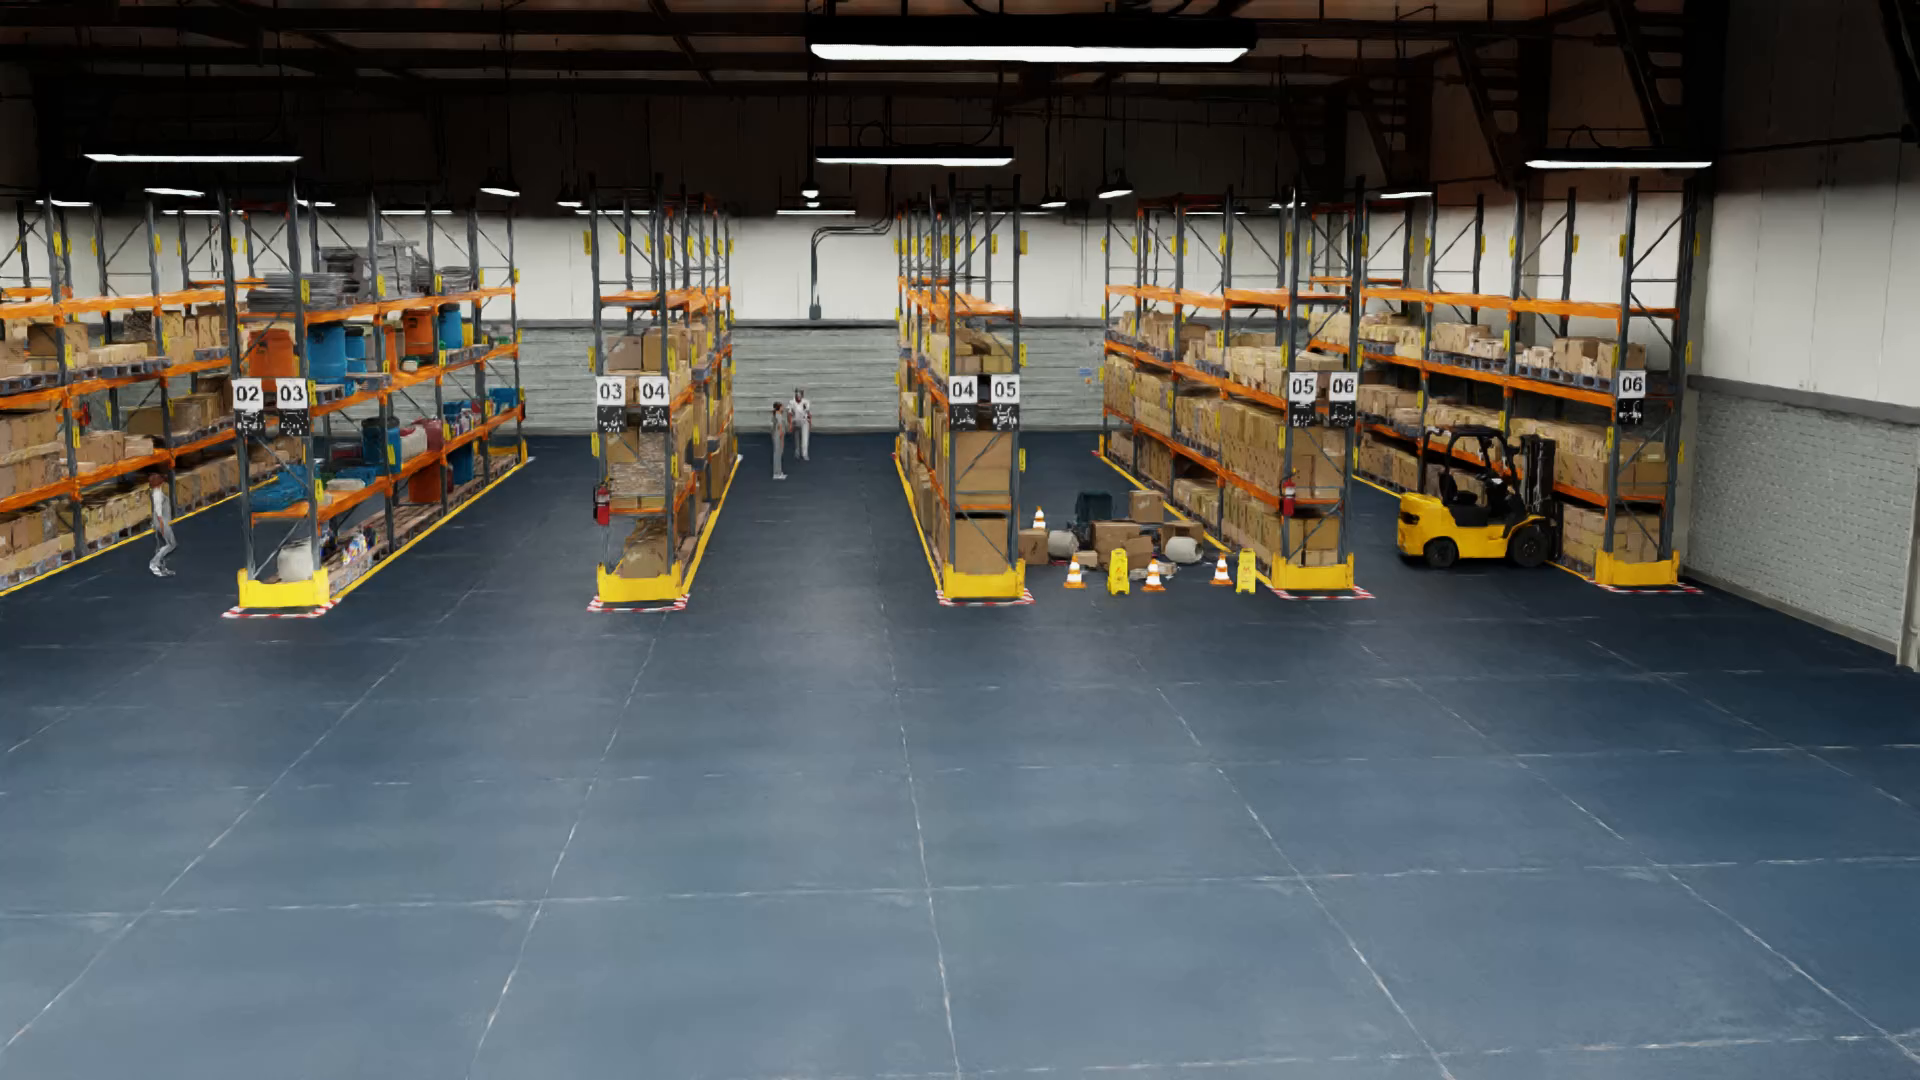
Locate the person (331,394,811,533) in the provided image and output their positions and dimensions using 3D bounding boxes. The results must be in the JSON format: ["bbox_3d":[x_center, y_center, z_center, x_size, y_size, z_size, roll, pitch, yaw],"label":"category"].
[{"bbox_3d":[-6.856,-1.694,33.291,7.098,1.586,13.262,0,10,-2],"label":"person"}]

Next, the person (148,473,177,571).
[{"bbox_3d":[-12.226,-0.263,25.407,0.380,1.527,0.438,-7,12,-34],"label":"person"}]

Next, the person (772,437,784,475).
[{"bbox_3d":[-3.947,-2.020,36.203,0.325,1.189,0.389,-3,11,-18],"label":"person"}]
